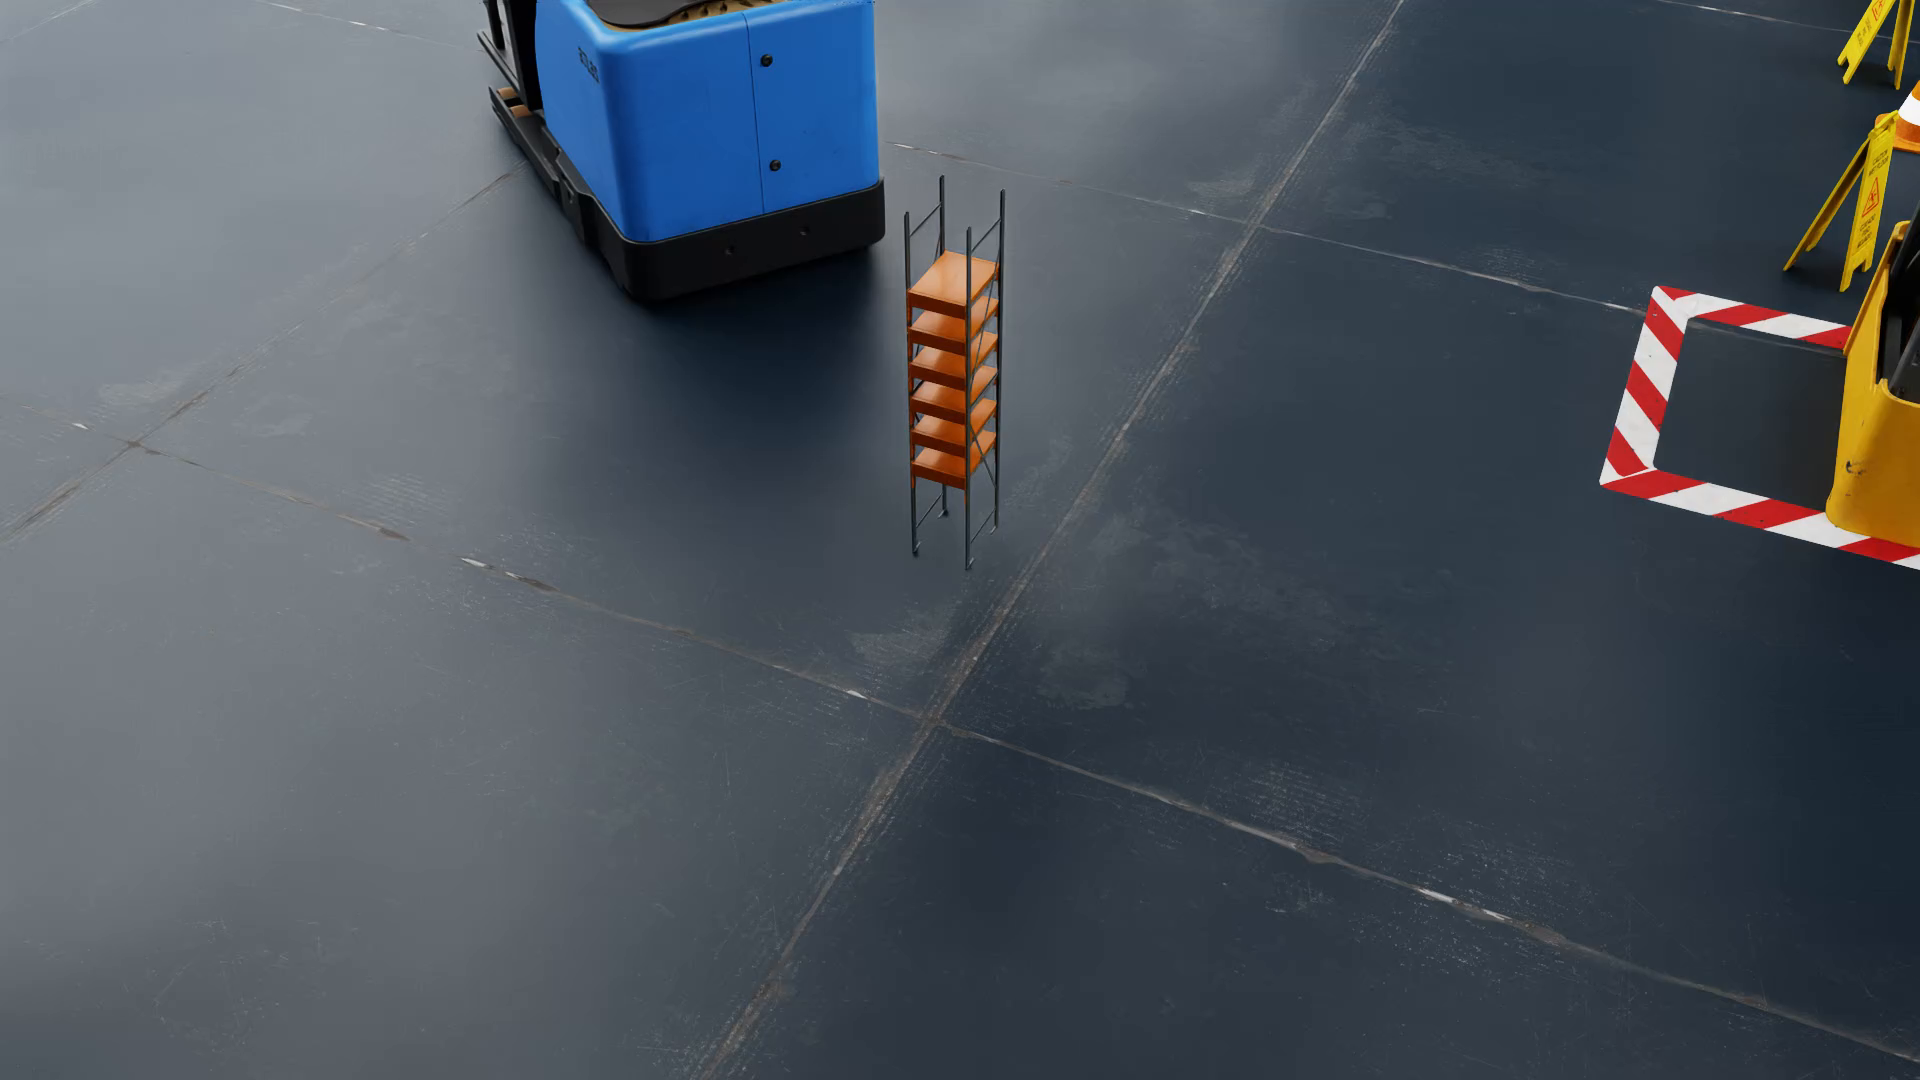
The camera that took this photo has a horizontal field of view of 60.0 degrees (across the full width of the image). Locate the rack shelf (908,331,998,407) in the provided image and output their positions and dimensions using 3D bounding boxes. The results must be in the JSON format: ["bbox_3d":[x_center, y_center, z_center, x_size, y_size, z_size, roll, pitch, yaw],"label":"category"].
[{"bbox_3d":[-0.013,-0.514,4.812,0.180,0.103,0.258,17,44,19],"label":"rack shelf"}]

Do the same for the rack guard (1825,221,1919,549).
[{"bbox_3d":[3.161,-0.536,5.487,0.348,0.500,1.175,17,44,19],"label":"rack guard"}]

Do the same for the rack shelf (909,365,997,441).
[{"bbox_3d":[-0.013,-0.424,4.891,0.180,0.103,0.258,17,44,19],"label":"rack shelf"}]

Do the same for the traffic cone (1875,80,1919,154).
[{"bbox_3d":[4.189,-1.943,7.138,0.334,0.463,0.336,17,44,19],"label":"traffic cone"}]

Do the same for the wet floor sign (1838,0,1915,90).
[{"bbox_3d":[4.230,-2.411,7.539,0.232,0.644,0.267,10,42,11],"label":"wet floor sign"}]

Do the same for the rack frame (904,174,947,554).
[{"bbox_3d":[-0.096,-0.483,4.891,0.006,1.200,0.240,17,44,19],"label":"rack frame"}]

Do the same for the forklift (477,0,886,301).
[{"bbox_3d":[-1.418,-2.954,6.420,1.130,2.935,3.031,-19,44,-20],"label":"forklift"}]

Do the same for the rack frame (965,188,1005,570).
[{"bbox_3d":[0.070,-0.432,4.832,0.006,1.200,0.240,17,44,19],"label":"rack frame"}]

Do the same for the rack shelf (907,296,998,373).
[{"bbox_3d":[-0.013,-0.605,4.734,0.180,0.103,0.258,17,44,19],"label":"rack shelf"}]

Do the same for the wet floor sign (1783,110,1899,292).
[{"bbox_3d":[3.373,-1.300,6.257,0.267,0.644,0.232,-33,51,-32],"label":"wet floor sign"}]

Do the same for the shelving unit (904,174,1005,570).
[{"bbox_3d":[-0.013,-0.457,4.862,0.189,1.200,0.258,17,44,19],"label":"shelving unit"}]

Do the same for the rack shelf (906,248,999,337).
[{"bbox_3d":[-0.013,-0.696,4.655,0.180,0.103,0.258,17,44,19],"label":"rack shelf"}]

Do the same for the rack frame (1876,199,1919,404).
[{"bbox_3d":[3.093,-1.502,4.693,0.127,3.000,1.000,17,44,19],"label":"rack frame"}]

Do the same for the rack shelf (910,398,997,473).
[{"bbox_3d":[-0.013,-0.333,4.969,0.180,0.103,0.258,17,44,19],"label":"rack shelf"}]

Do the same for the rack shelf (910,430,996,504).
[{"bbox_3d":[-0.013,-0.242,5.048,0.180,0.103,0.258,17,44,19],"label":"rack shelf"}]
